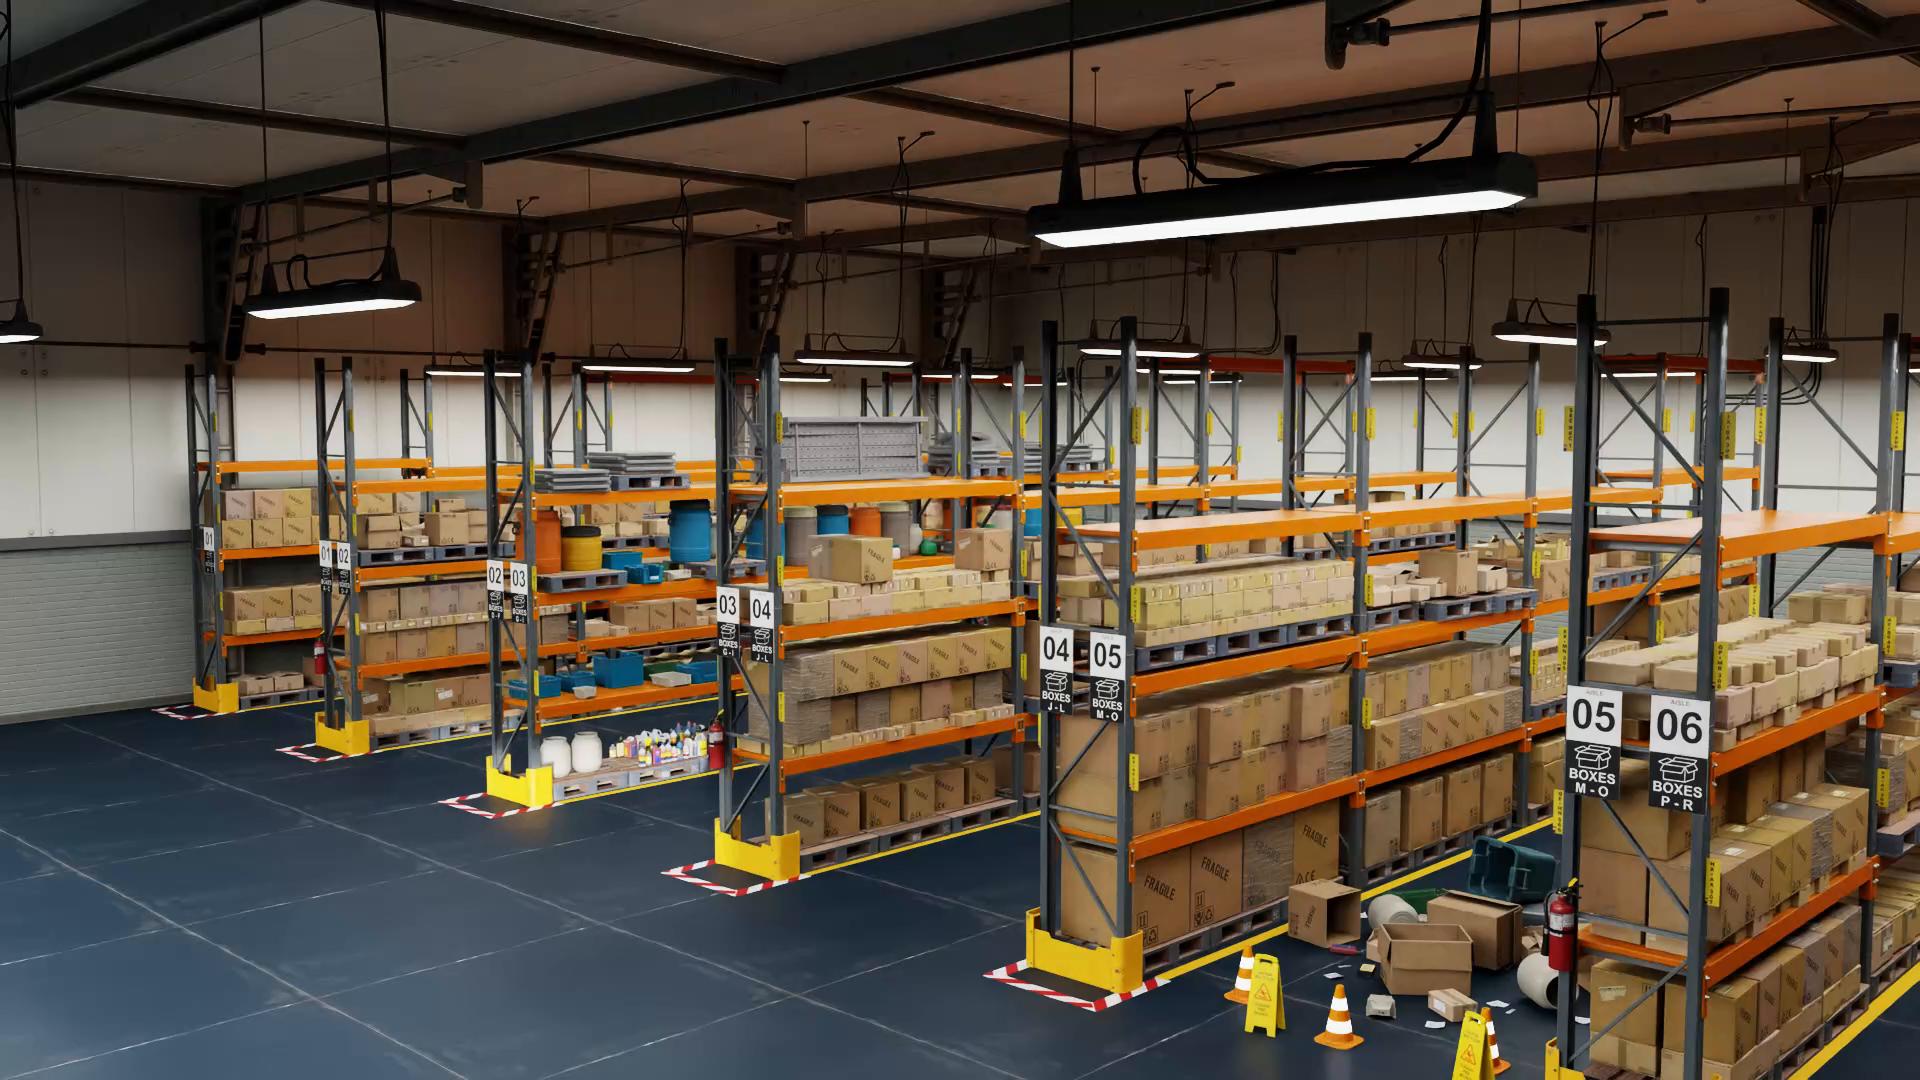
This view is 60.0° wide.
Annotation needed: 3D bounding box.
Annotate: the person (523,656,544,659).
[{"bbox_3d":[-7.958,1.983,30.643,0.456,1.623,0.964,3,5,32],"label":"person"}]
